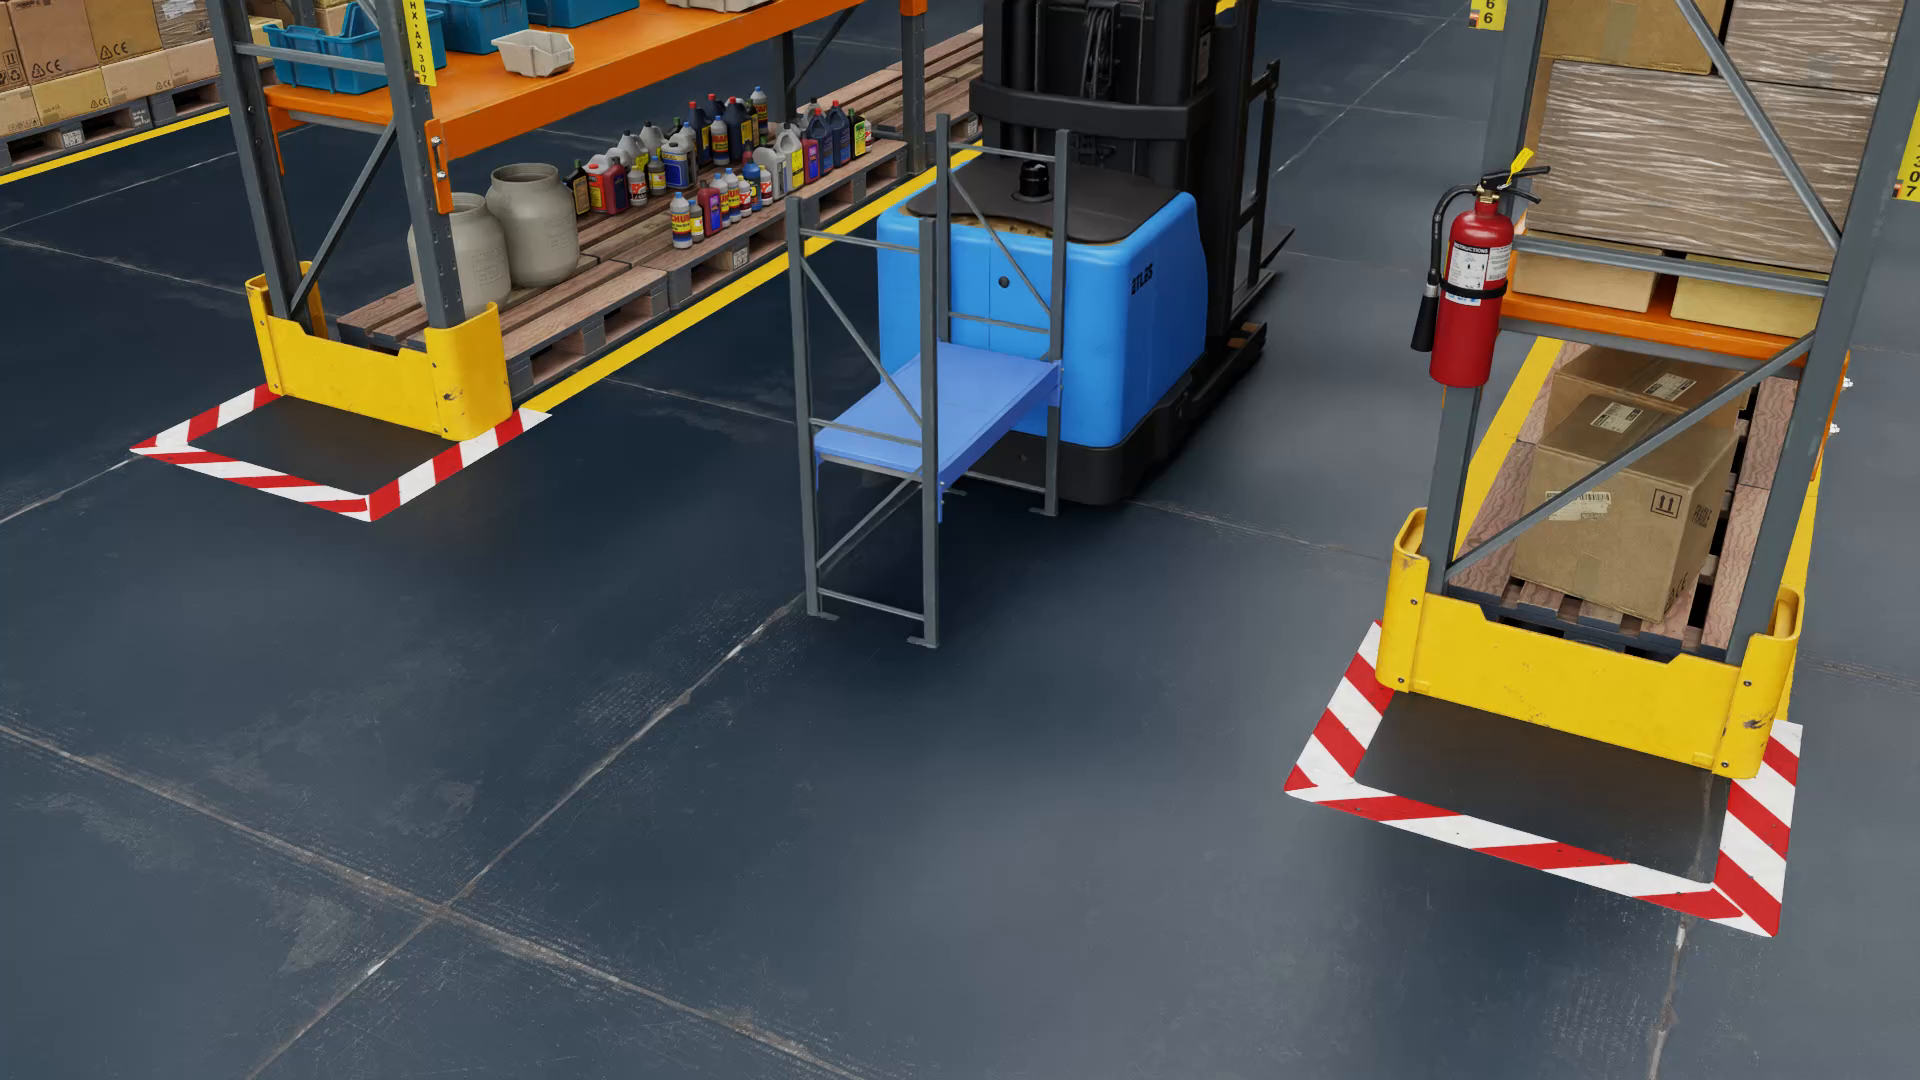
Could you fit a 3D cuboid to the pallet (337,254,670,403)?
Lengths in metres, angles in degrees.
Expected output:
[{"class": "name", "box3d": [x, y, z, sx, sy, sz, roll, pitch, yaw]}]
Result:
[{"class": "pallet", "box3d": [-2.136, -1.062, 7.888, 1.003, 0.211, 1.213, 14, 33, 23]}]

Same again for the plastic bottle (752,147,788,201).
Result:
[{"class": "plastic bottle", "box3d": [-1.030, -2.001, 9.015, 0.152, 0.276, 0.135, 15, 33, 24]}]

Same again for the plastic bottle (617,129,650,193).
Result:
[{"class": "plastic bottle", "box3d": [-1.783, -2.065, 9.052, 0.144, 0.351, 0.185, 16, 33, 25]}]

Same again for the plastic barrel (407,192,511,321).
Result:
[{"class": "plastic barrel", "box3d": [-2.272, -1.280, 7.544, 0.421, 0.512, 0.421, 0, 30, 0]}]

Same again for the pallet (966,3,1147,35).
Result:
[{"class": "pallet", "box3d": [0.753, -3.871, 12.778, 1.003, 0.211, 1.213, 14, 33, 23]}]

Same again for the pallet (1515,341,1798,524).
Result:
[{"class": "pallet", "box3d": [2.899, -0.460, 6.839, 1.003, 0.211, 1.213, 14, 33, 23]}]

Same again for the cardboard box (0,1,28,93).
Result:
[{"class": "cardboard box", "box3d": [-6.027, -2.942, 9.948, 0.500, 0.500, 0.500, 14, 33, 23]}]

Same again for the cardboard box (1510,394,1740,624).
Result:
[{"class": "cardboard box", "box3d": [2.205, -0.116, 5.528, 0.500, 0.500, 0.500, 21, 36, 32]}]

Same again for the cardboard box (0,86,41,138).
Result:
[{"class": "cardboard box", "box3d": [-6.016, -2.614, 10.130, 0.500, 0.250, 0.500, 14, 33, 23]}]

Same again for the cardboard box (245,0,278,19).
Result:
[{"class": "cardboard box", "box3d": [-5.158, -4.006, 12.553, 0.500, 0.250, 0.500, 14, 33, 23]}]

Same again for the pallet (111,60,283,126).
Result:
[{"class": "pallet", "box3d": [-5.489, -3.214, 11.636, 1.003, 0.211, 1.213, 14, 33, 23]}]

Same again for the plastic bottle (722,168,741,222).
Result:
[{"class": "plastic bottle", "box3d": [-1.198, -1.805, 8.679, 0.097, 0.271, 0.097, 0, 30, 0]}]

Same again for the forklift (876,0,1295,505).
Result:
[{"class": "forklift", "box3d": [0.771, -2.114, 6.987, 1.130, 2.935, 3.031, 14, 33, 22]}]

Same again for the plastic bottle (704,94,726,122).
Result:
[{"class": "plastic bottle", "box3d": [-1.418, -2.420, 9.670, 0.144, 0.351, 0.185, 15, 33, 25]}]

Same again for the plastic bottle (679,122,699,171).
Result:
[{"class": "plastic bottle", "box3d": [-1.538, -2.228, 9.415, 0.097, 0.271, 0.097, 0, 30, 0]}]

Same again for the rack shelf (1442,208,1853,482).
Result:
[{"class": "rack shelf", "box3d": [2.817, -1.319, 6.257, 1.077, 0.370, 4.000, 14, 33, 23]}]

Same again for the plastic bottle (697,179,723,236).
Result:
[{"class": "plastic bottle", "box3d": [-1.281, -1.710, 8.502, 0.061, 0.283, 0.133, 15, 33, 24]}]

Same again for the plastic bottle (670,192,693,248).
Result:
[{"class": "plastic bottle", "box3d": [-1.400, -1.609, 8.337, 0.097, 0.271, 0.097, 0, 30, 0]}]

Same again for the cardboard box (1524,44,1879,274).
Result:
[{"class": "cardboard box", "box3d": [2.181, -1.154, 4.849, 0.875, 0.500, 0.500, 14, 33, 23]}]

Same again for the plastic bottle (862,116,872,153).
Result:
[{"class": "plastic bottle", "box3d": [-0.569, -2.387, 9.763, 0.097, 0.201, 0.097, 0, 30, 0]}]

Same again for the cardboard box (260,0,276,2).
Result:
[{"class": "cardboard box", "box3d": [-5.160, -4.244, 12.405, 0.500, 0.311, 0.500, 14, 33, 23]}]

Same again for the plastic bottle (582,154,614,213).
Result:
[{"class": "plastic bottle", "box3d": [-1.918, -1.897, 8.834, 0.152, 0.276, 0.135, 15, 33, 24]}]

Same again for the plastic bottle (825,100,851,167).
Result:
[{"class": "plastic bottle", "box3d": [-0.718, -2.333, 9.518, 0.144, 0.351, 0.185, 13, 32, 22]}]

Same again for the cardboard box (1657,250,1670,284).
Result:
[{"class": "cardboard box", "box3d": [1.966, -0.919, 5.091, 0.380, 0.149, 0.250, 14, 33, 23]}]

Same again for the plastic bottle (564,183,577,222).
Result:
[{"class": "plastic bottle", "box3d": [-2.057, -1.759, 8.669, 0.097, 0.201, 0.097, 0, 30, 0]}]

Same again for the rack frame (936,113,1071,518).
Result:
[{"class": "rack frame", "box3d": [0.147, -0.796, 6.130, 0.500, 1.500, 0.032, 14, 33, 22]}]

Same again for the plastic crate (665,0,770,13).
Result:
[{"class": "plastic crate", "box3d": [-1.196, -2.750, 8.291, 0.530, 0.136, 0.437, 14, 33, 23]}]

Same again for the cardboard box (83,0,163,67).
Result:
[{"class": "cardboard box", "box3d": [-5.568, -3.385, 10.719, 0.500, 0.500, 0.500, 14, 33, 23]}]

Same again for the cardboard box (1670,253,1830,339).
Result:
[{"class": "cardboard box", "box3d": [2.248, -0.708, 4.723, 0.380, 0.149, 0.250, 14, 33, 23]}]

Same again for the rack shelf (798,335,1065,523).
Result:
[{"class": "rack shelf", "box3d": [-0.077, -0.413, 5.824, 0.538, 0.185, 1.000, 14, 33, 22]}]

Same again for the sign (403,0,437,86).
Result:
[{"class": "sign", "box3d": [-2.016, -1.861, 6.201, 0.100, 0.325, 0.005, 14, 33, 23]}]

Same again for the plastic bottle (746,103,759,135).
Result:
[{"class": "plastic bottle", "box3d": [-1.263, -2.532, 10.015, 0.097, 0.201, 0.097, 0, 30, 0]}]

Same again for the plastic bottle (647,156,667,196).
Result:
[{"class": "plastic bottle", "box3d": [-1.655, -1.992, 9.076, 0.097, 0.201, 0.097, 0, 30, 0]}]

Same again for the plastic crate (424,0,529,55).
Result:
[{"class": "plastic crate", "box3d": [-2.241, -2.380, 7.532, 0.499, 0.251, 0.408, 14, 33, 23]}]

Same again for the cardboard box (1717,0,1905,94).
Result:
[{"class": "cardboard box", "box3d": [2.399, -1.532, 4.503, 0.500, 0.500, 0.500, 14, 33, 23]}]

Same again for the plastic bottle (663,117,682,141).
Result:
[{"class": "plastic bottle", "box3d": [-1.617, -2.243, 9.430, 0.061, 0.283, 0.133, 16, 33, 25]}]

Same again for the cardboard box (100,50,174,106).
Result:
[{"class": "cardboard box", "box3d": [-5.557, -3.057, 10.900, 0.500, 0.250, 0.500, 14, 33, 23]}]

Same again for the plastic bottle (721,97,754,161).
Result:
[{"class": "plastic bottle", "box3d": [-1.290, -2.387, 9.613, 0.144, 0.351, 0.185, 14, 33, 23]}]

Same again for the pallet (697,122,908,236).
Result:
[{"class": "pallet", "box3d": [-1.024, -2.144, 9.771, 1.003, 0.211, 1.213, 14, 33, 23]}]

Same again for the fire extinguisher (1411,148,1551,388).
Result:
[{"class": "fire extinguisher", "box3d": [1.443, -0.765, 4.647, 0.296, 0.674, 0.183, 14, 33, 23]}]

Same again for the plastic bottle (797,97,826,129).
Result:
[{"class": "plastic bottle", "box3d": [-0.846, -2.365, 9.575, 0.144, 0.351, 0.185, 14, 33, 23]}]

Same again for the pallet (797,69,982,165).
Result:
[{"class": "pallet", "box3d": [-0.358, -2.789, 10.895, 1.003, 0.211, 1.213, 14, 33, 23]}]

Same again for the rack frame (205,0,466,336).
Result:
[{"class": "rack frame", "box3d": [-2.503, -1.868, 6.491, 1.000, 3.000, 0.127, 14, 33, 23]}]

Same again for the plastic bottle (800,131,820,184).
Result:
[{"class": "plastic bottle", "box3d": [-0.843, -2.137, 9.244, 0.061, 0.283, 0.133, 17, 34, 27]}]

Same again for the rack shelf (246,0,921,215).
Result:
[{"class": "rack shelf", "box3d": [-1.592, -2.443, 8.214, 1.077, 0.370, 4.000, 14, 33, 23]}]

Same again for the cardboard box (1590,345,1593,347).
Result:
[{"class": "cardboard box", "box3d": [2.749, -0.662, 6.478, 0.500, 0.500, 0.500, 18, 34, 28]}]

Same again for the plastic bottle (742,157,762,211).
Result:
[{"class": "plastic bottle", "box3d": [-1.106, -1.895, 8.836, 0.097, 0.271, 0.097, 0, 30, 0]}]

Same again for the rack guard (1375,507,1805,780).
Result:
[{"class": "rack guard", "box3d": [1.940, 0.306, 5.215, 1.175, 0.500, 0.348, 14, 33, 23]}]

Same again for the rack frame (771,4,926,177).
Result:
[{"class": "rack frame", "box3d": [-0.681, -3.641, 9.579, 1.000, 3.000, 0.127, 14, 33, 23]}]

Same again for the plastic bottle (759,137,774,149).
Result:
[{"class": "plastic bottle", "box3d": [-1.056, -2.087, 9.158, 0.061, 0.283, 0.133, 14, 33, 23]}]

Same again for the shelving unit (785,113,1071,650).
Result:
[{"class": "shelving unit", "box3d": [-0.077, -0.569, 5.734, 0.538, 1.500, 1.048, 14, 33, 22]}]

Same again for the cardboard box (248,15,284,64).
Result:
[{"class": "cardboard box", "box3d": [-5.106, -3.501, 11.674, 0.500, 0.250, 0.500, 14, 33, 23]}]
